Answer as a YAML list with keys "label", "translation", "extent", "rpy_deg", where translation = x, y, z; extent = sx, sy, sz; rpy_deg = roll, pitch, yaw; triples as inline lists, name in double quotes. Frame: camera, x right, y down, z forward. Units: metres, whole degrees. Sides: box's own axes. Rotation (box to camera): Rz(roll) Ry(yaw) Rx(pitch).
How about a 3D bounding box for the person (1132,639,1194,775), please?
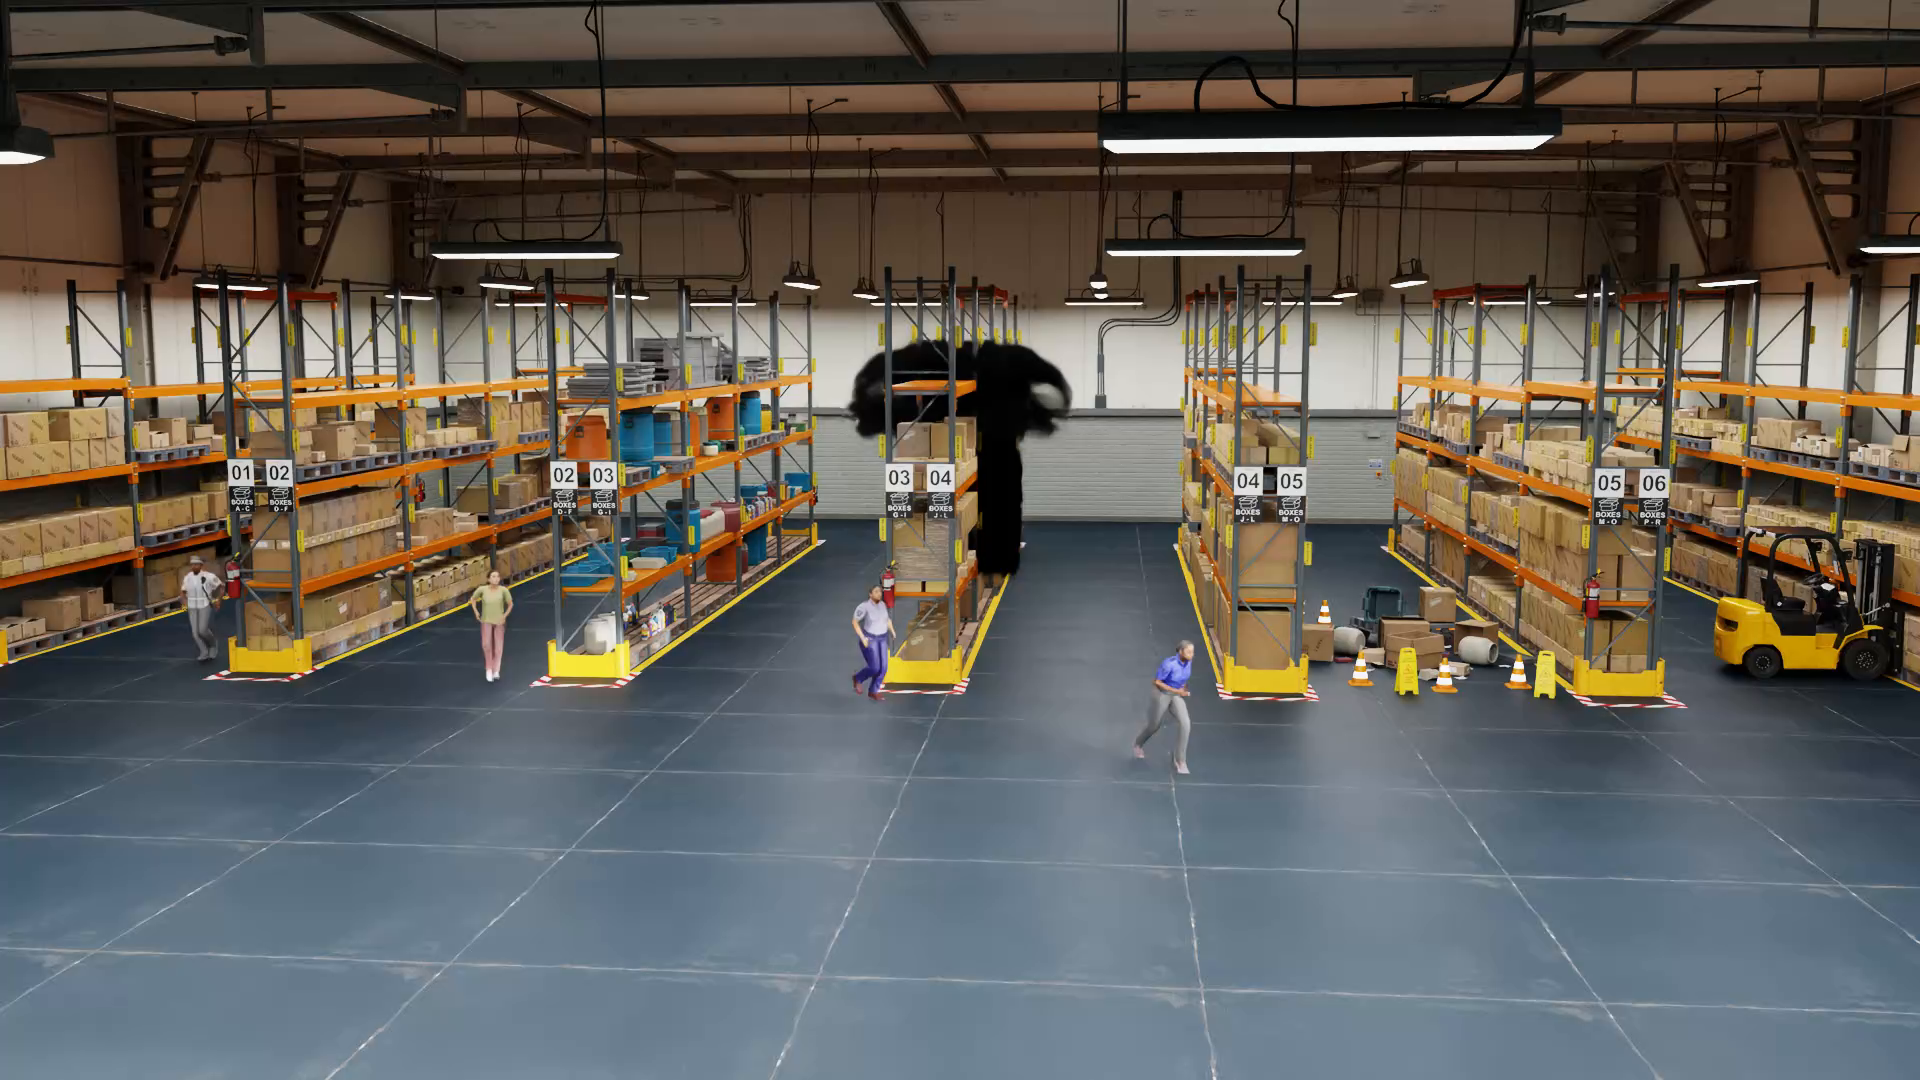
- label: "person"
  translation: [2.382, 1.901, 19.448]
  extent: [0.618, 1.615, 0.962]
  rpy_deg: [-5, 9, -38]

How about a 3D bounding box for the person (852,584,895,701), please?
- label: "person"
  translation: [-1.196, 1.413, 23.116]
  extent: [0.621, 1.619, 0.549]
  rpy_deg: [-7, 10, -45]

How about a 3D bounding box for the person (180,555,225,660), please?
- label: "person"
  translation: [-11.755, 1.053, 25.724]
  extent: [0.612, 1.647, 0.584]
  rpy_deg: [0, 7, -1]

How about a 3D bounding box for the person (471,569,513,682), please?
- label: "person"
  translation: [-6.824, 1.235, 24.313]
  extent: [0.595, 1.645, 0.626]
  rpy_deg: [-2, 7, -19]
